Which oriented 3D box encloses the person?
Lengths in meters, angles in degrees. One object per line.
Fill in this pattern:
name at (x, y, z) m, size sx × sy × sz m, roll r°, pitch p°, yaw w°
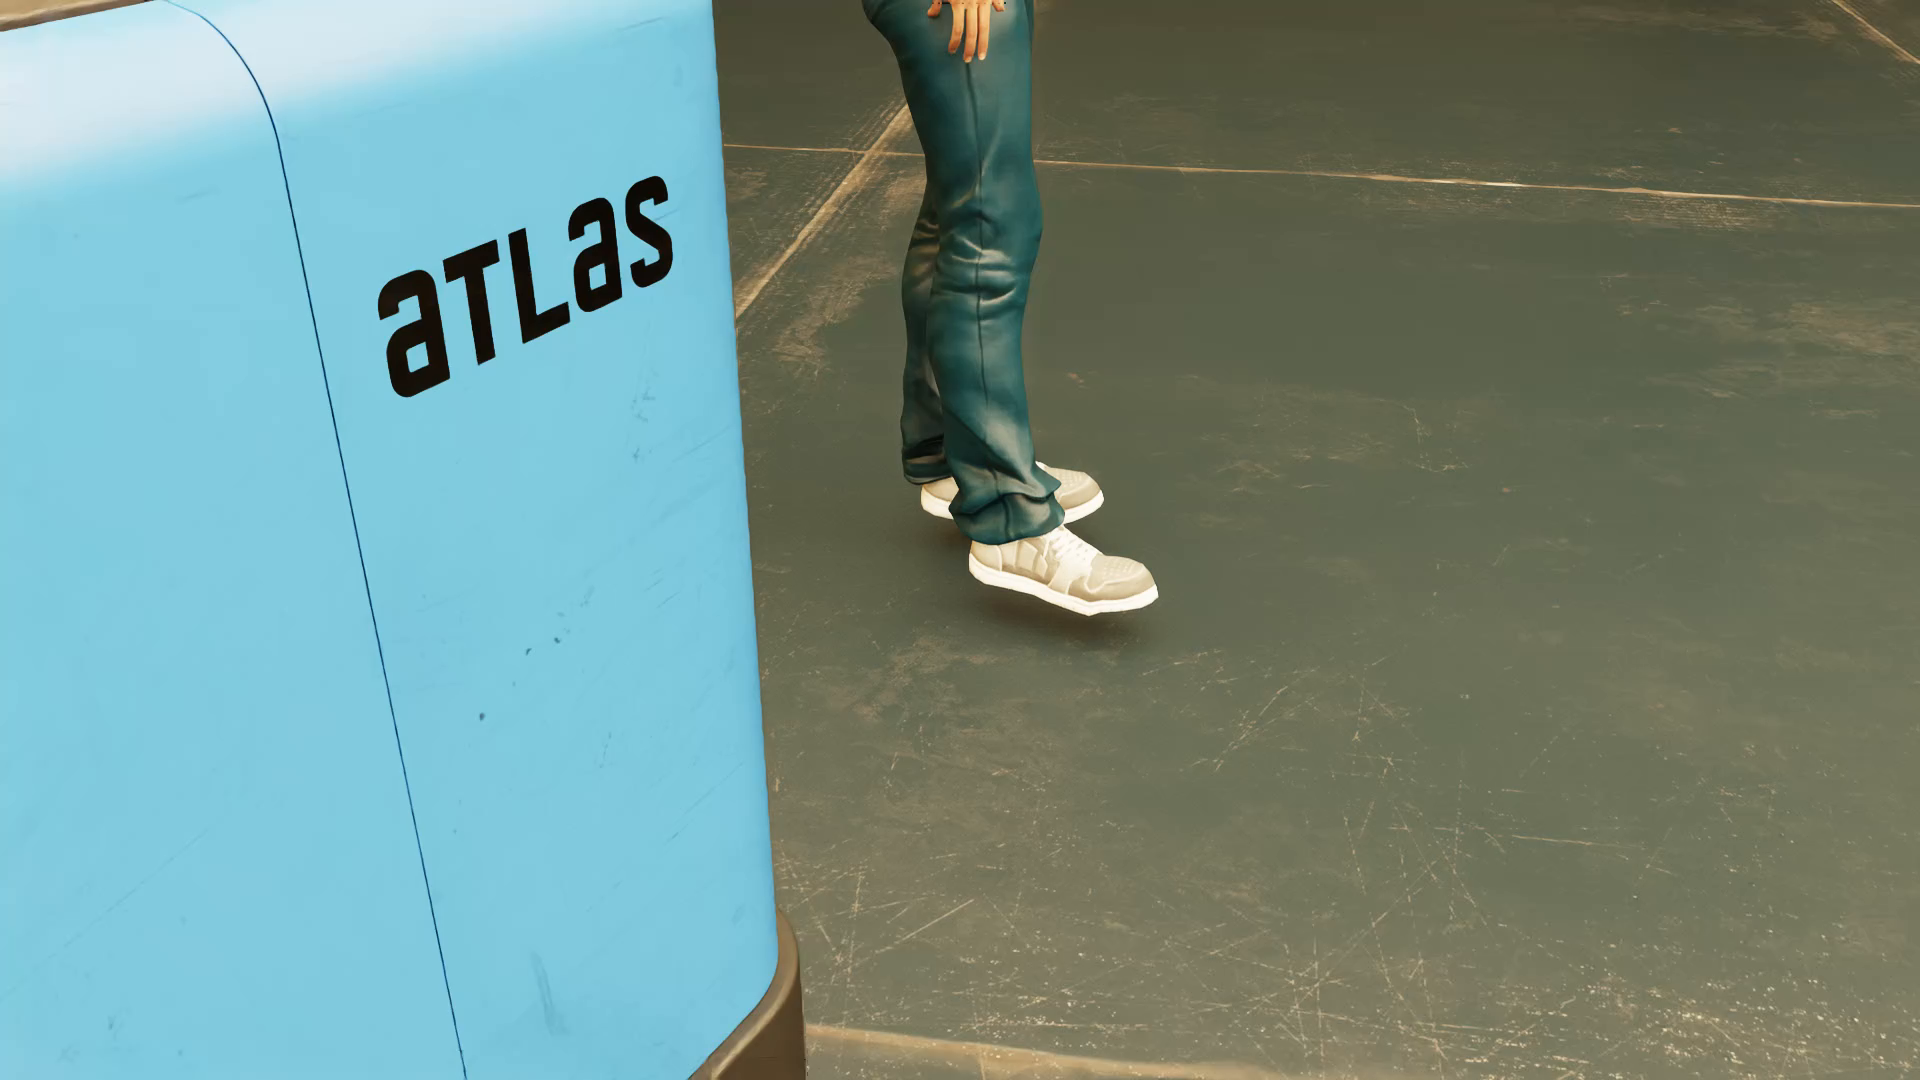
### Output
person at (0.071, -0.727, 2.067) m, size 0.472 × 1.598 × 0.521 m, roll 5°, pitch 29°, yaw 9°
